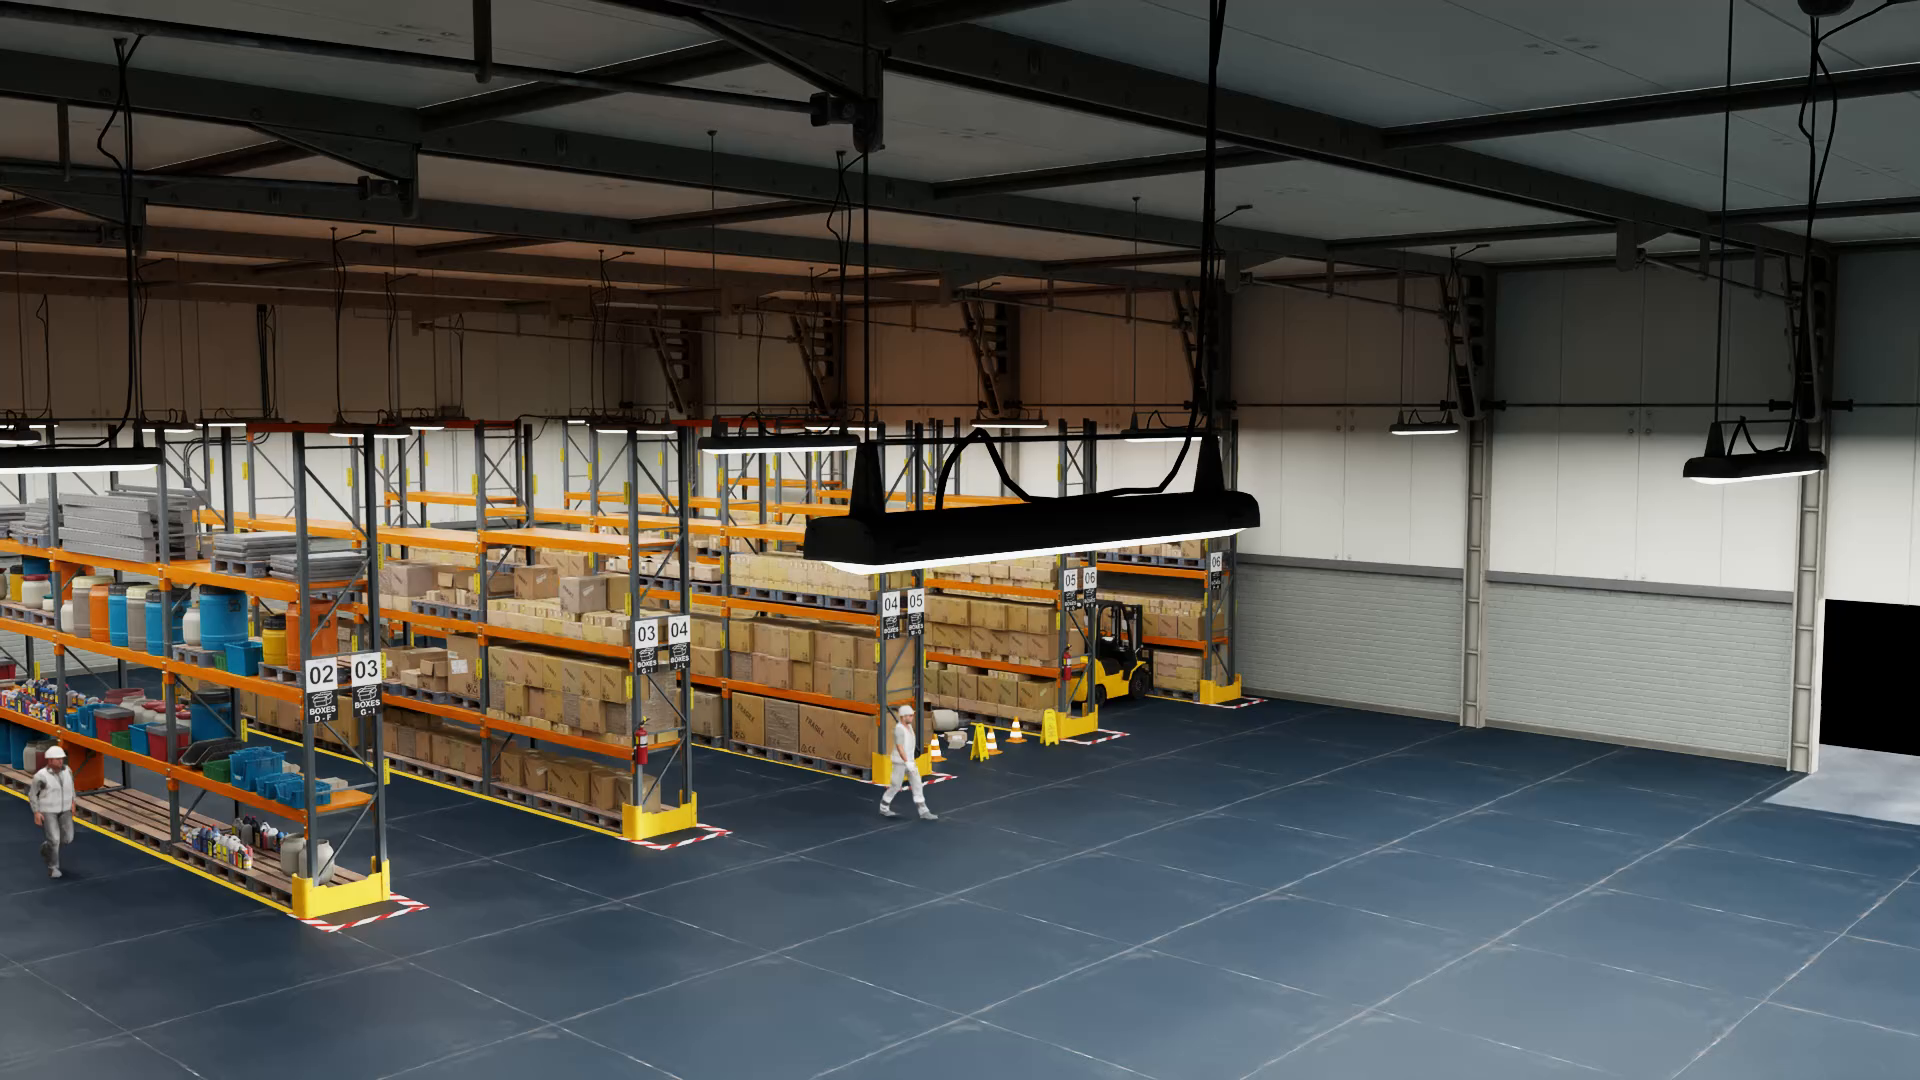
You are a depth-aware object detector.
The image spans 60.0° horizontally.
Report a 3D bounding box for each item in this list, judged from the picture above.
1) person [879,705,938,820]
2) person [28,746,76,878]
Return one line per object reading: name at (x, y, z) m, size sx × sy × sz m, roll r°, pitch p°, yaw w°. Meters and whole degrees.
person at (-0.776, 3.377, 25.331) m, size 0.995 × 1.728 × 0.560 m, roll 2°, pitch 5°, yaw 27°
person at (-12.260, 3.633, 22.416) m, size 0.638 × 1.753 × 0.624 m, roll 2°, pitch 5°, yaw 27°
